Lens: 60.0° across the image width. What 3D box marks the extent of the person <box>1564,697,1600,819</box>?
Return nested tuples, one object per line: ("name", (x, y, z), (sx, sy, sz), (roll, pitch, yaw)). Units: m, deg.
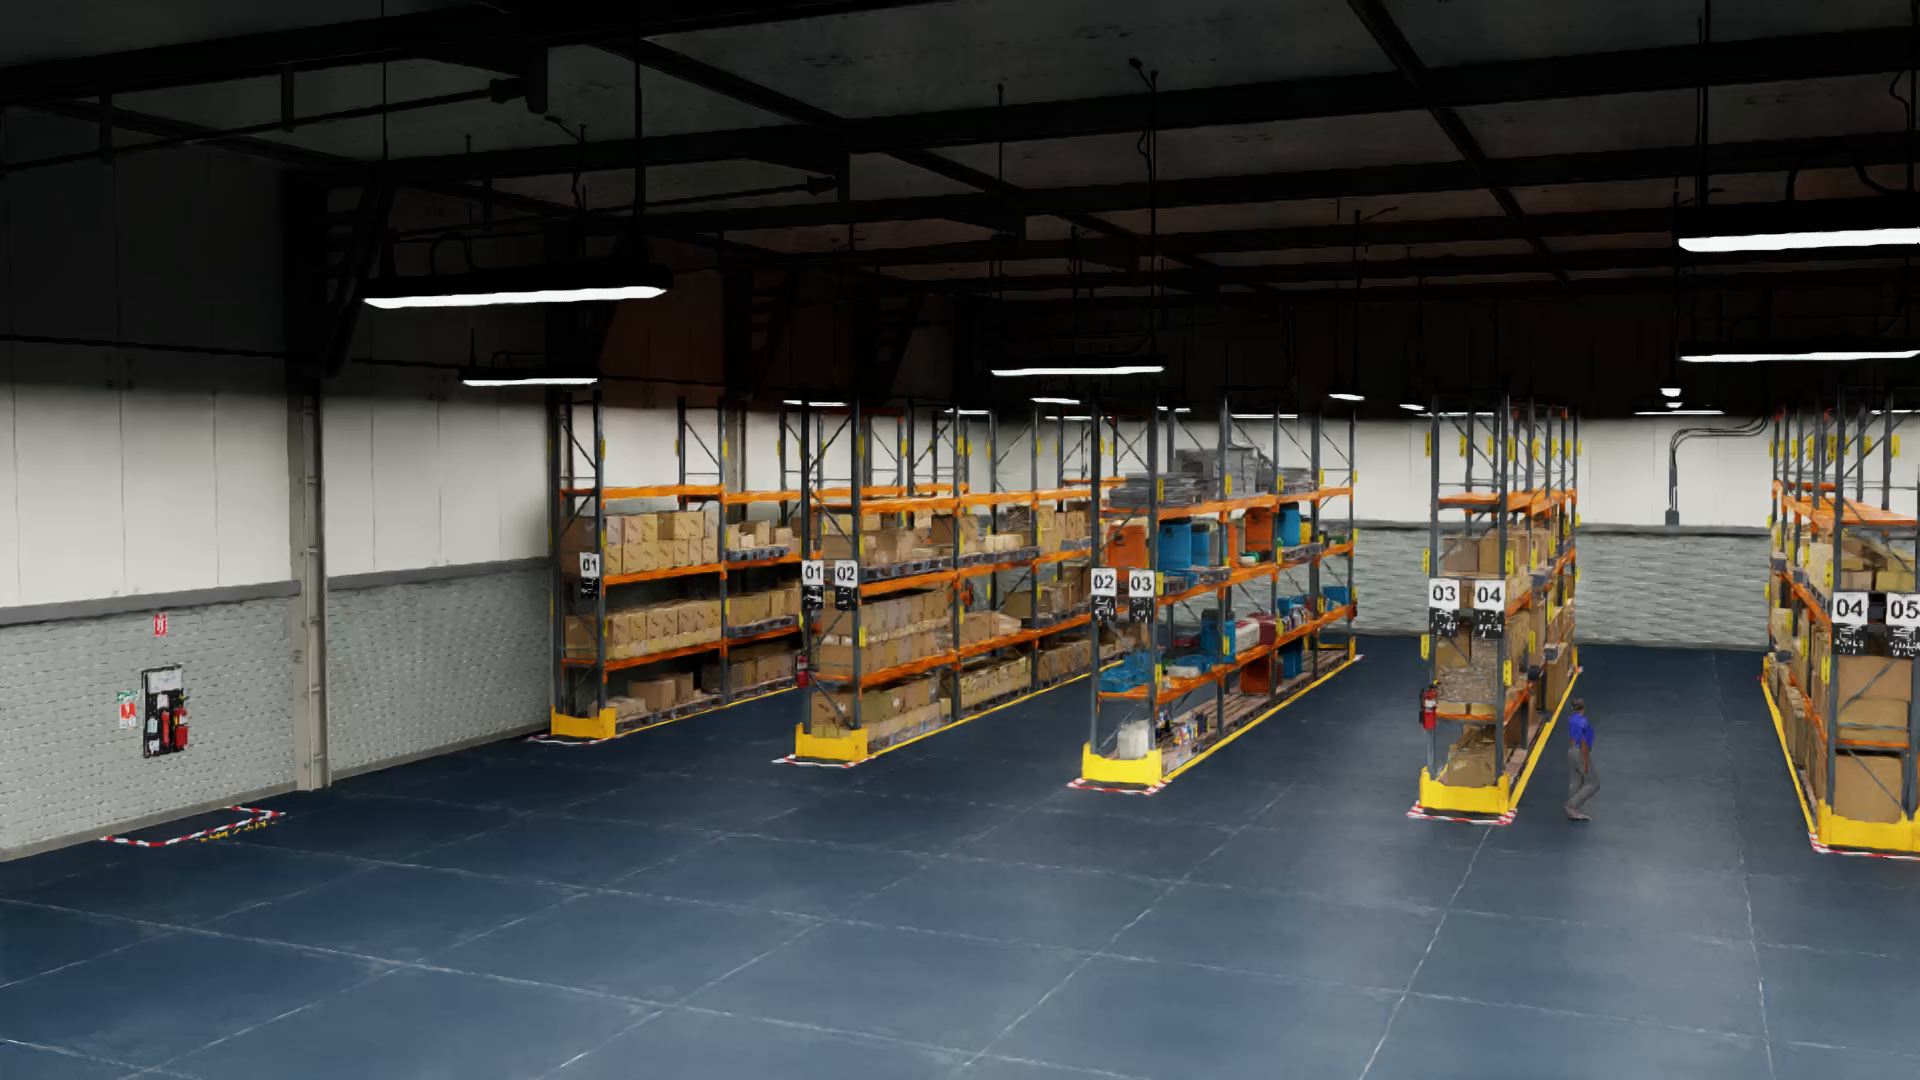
("person", (8.312, 2.940, 22.351), (0.422, 1.656, 0.501), (0, 3, -4))
